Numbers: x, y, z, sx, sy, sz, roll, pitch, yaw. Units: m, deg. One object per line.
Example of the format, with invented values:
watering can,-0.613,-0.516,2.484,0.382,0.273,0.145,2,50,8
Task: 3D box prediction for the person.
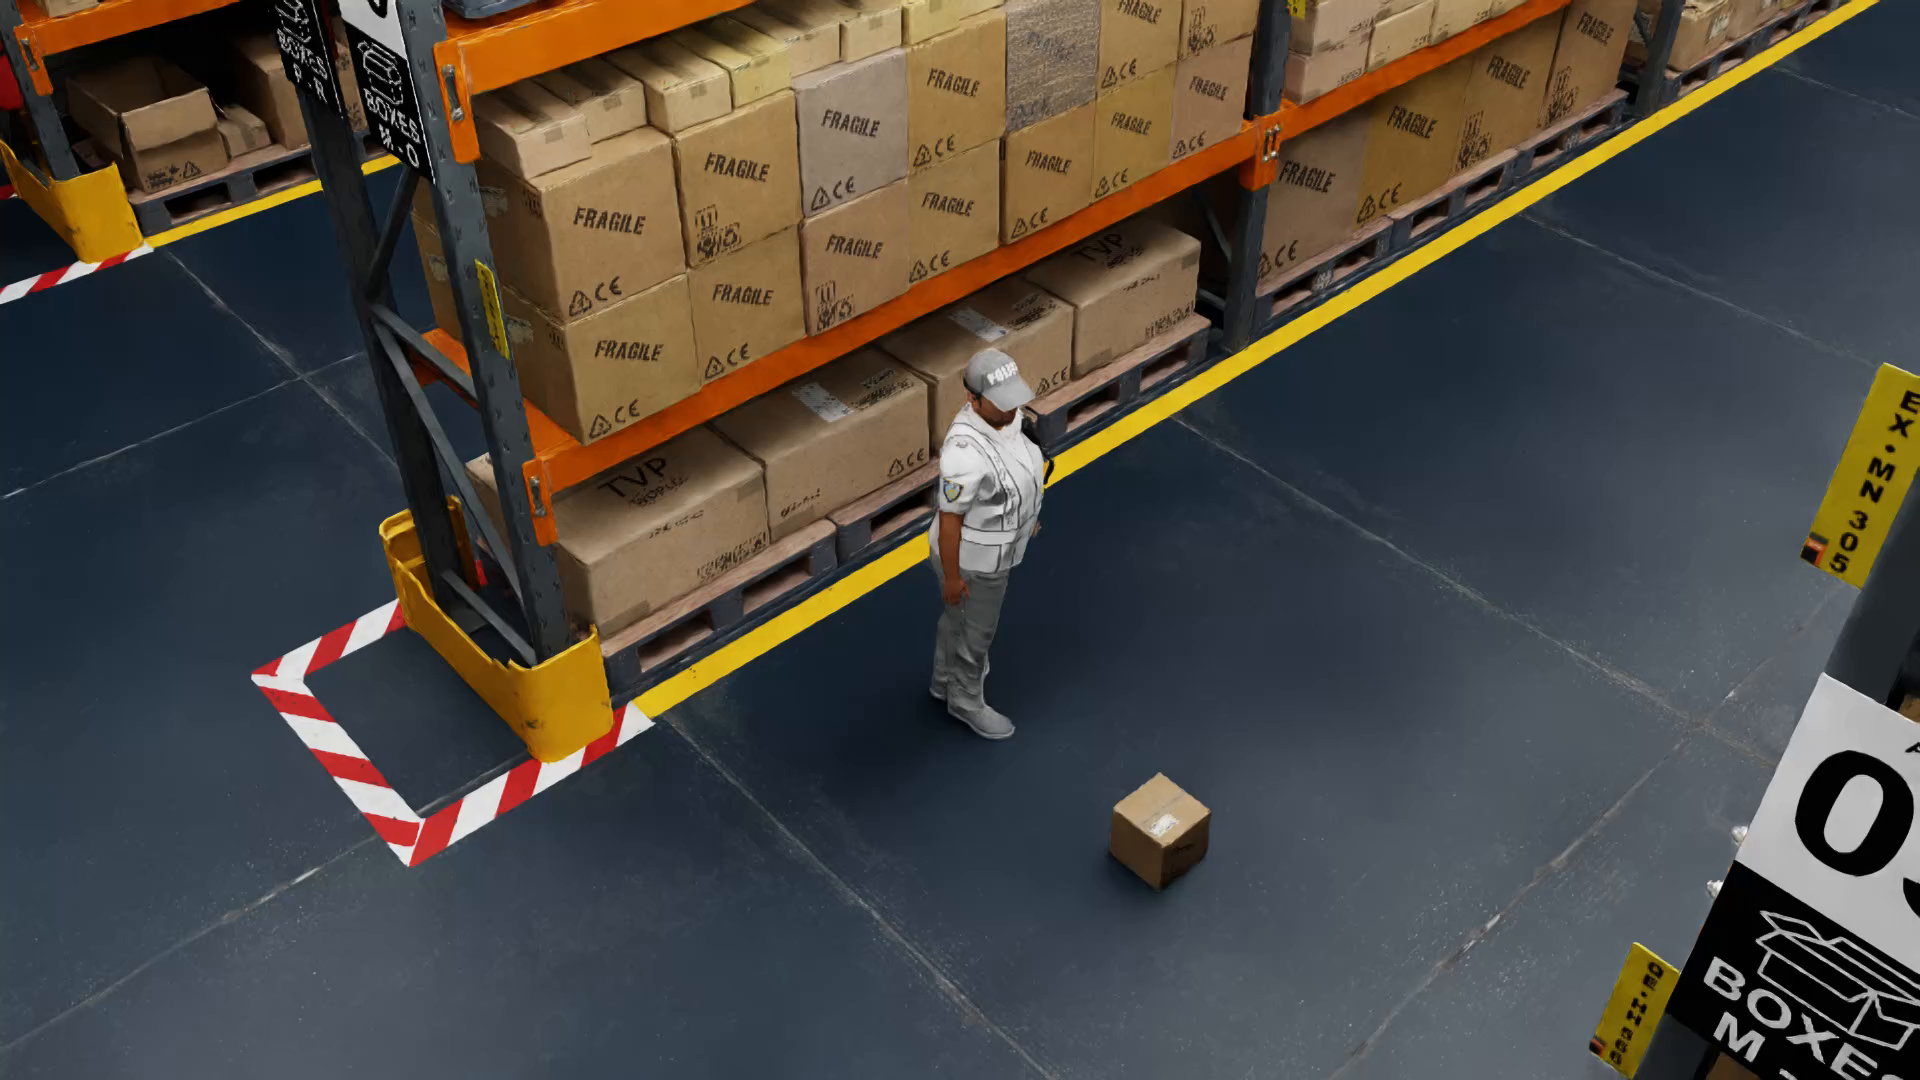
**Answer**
person,0.103,0.001,6.144,0.430,1.672,0.539,11,41,13
